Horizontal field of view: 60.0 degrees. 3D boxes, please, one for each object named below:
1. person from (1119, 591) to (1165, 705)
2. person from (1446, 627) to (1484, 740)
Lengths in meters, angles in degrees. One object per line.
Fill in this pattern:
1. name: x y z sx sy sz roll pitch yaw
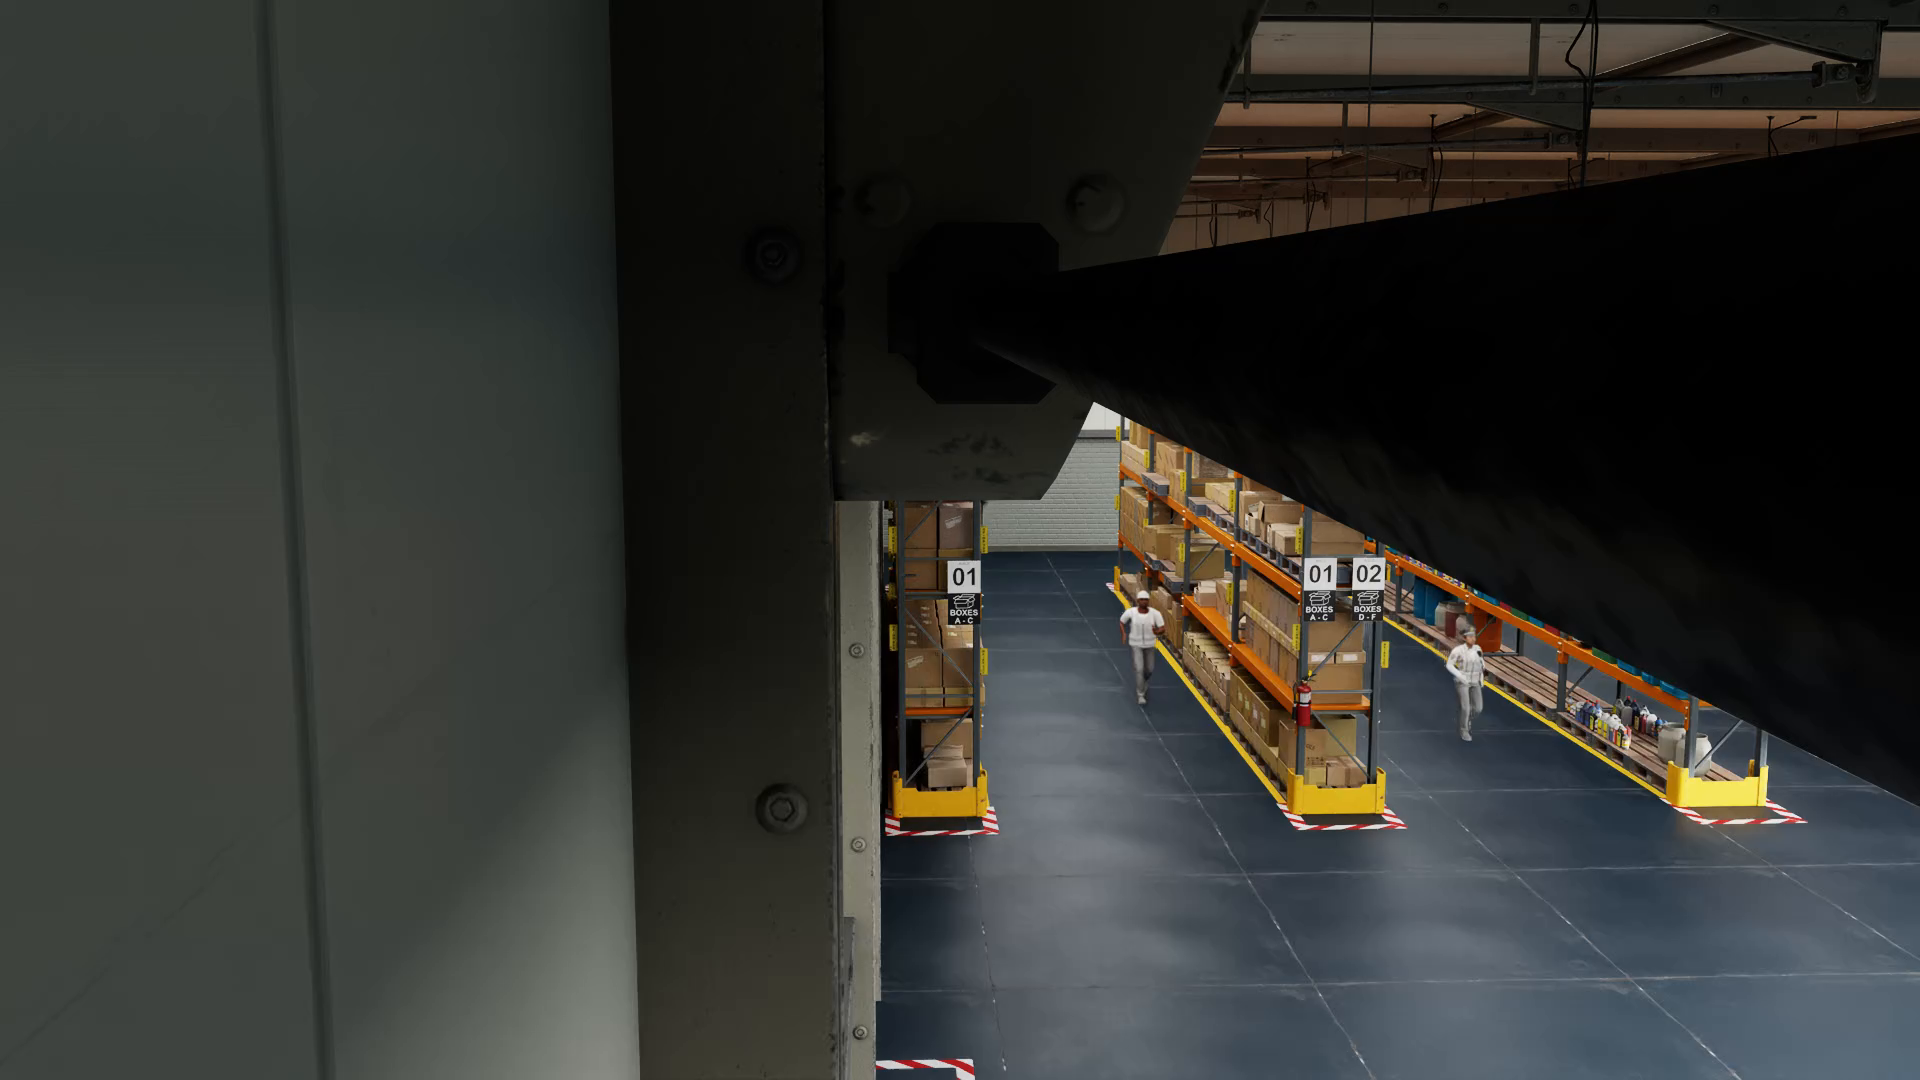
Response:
1. person: 2.892 1.668 26.332 0.710 1.747 0.968 0 8 -2
2. person: 7.333 2.065 24.043 0.625 1.664 0.505 -2 8 -10
